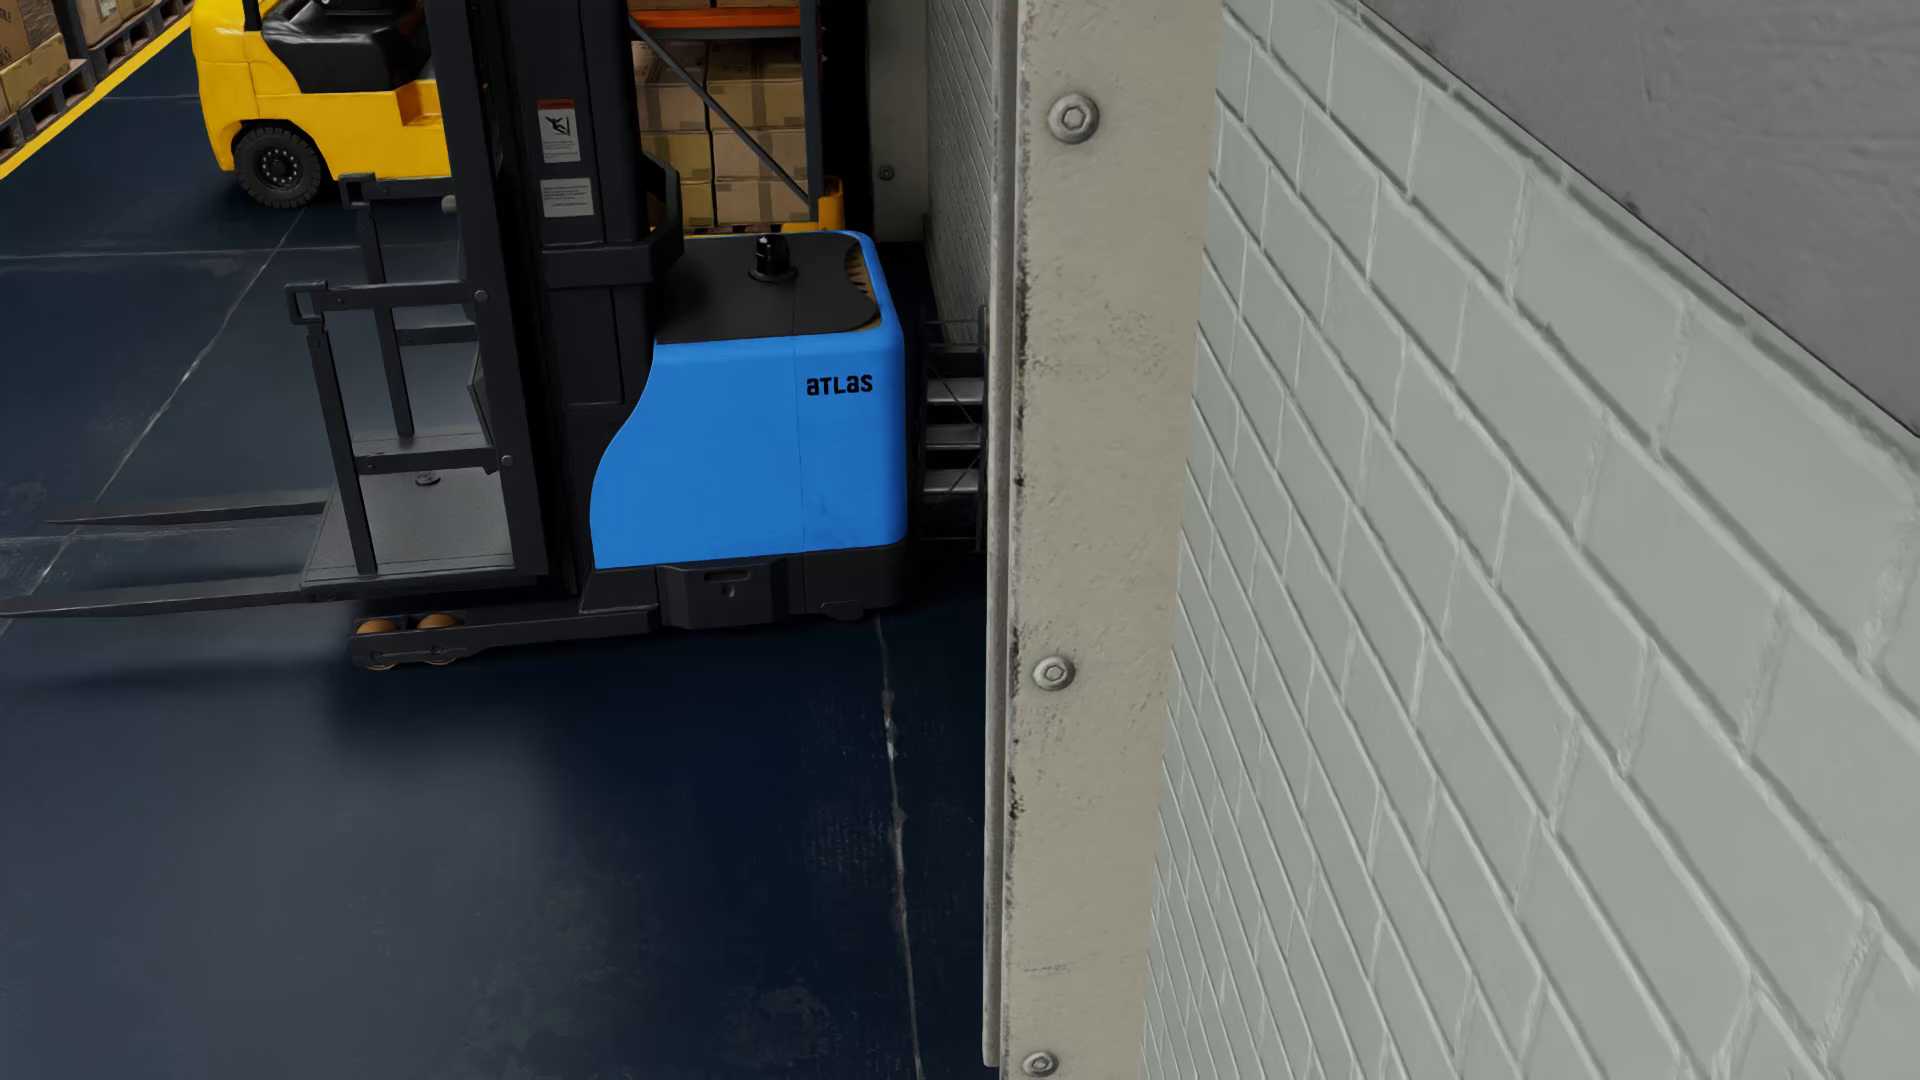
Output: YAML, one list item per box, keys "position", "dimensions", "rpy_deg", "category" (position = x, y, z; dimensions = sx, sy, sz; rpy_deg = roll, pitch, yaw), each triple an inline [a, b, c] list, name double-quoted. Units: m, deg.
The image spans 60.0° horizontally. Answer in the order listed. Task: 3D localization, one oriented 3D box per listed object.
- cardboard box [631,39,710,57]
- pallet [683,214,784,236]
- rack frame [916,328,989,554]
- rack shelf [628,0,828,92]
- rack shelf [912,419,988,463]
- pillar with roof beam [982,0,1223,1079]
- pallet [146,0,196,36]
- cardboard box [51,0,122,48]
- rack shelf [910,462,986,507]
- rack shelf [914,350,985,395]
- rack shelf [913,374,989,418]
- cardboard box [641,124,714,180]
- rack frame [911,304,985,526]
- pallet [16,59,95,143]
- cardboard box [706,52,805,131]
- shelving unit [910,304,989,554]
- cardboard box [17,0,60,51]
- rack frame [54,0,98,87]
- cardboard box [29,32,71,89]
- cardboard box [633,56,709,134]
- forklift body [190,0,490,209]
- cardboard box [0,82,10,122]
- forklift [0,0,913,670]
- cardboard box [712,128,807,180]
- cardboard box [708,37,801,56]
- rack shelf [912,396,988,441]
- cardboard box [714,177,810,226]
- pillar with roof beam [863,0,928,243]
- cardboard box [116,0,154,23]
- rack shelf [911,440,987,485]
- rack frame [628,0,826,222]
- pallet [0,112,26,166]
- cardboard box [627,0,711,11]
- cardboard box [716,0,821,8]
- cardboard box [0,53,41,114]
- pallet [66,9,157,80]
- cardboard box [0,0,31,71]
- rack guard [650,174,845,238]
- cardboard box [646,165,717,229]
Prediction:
- position: [-1.573, -2.504, 8.814]
  dimensions: [0.500, 0.250, 0.500]
  rpy_deg: [-2, 31, -4]
  category: "cardboard box"
- position: [-1.279, -1.786, 9.034]
  dimensions: [1.003, 0.211, 1.213]
  rpy_deg: [-3, 31, -5]
  category: "pallet"
- position: [-0.025, -0.340, 5.931]
  dimensions: [0.240, 0.900, 0.006]
  rpy_deg: [-1, 31, -7]
  category: "rack frame"
- position: [-1.352, -3.307, 9.562]
  dimensions: [1.077, 0.370, 4.000]
  rpy_deg: [-3, 31, -5]
  category: "rack shelf"
- position: [-0.038, -0.363, 6.034]
  dimensions: [0.258, 0.077, 0.200]
  rpy_deg: [-1, 31, -7]
  category: "rack shelf"
- position: [-4.059, -2.299, 1.323]
  dimensions: [9.100, 9.000, 0.400]
  rpy_deg: [-3, 31, -5]
  category: "pillar with roof beam"
- position: [-6.672, -4.221, 13.112]
  dimensions: [1.003, 0.211, 1.213]
  rpy_deg: [-3, 31, -5]
  category: "pallet"
- position: [-6.532, -3.717, 11.700]
  dimensions: [0.950, 0.372, 0.625]
  rpy_deg: [-2, 31, -4]
  category: "cardboard box"
- position: [-0.045, -0.209, 6.126]
  dimensions: [0.258, 0.077, 0.200]
  rpy_deg: [-1, 31, -7]
  category: "rack shelf"
- position: [-0.027, -0.595, 5.896]
  dimensions: [0.258, 0.077, 0.200]
  rpy_deg: [-1, 31, -7]
  category: "rack shelf"
- position: [-0.031, -0.518, 5.942]
  dimensions: [0.258, 0.077, 0.200]
  rpy_deg: [-1, 31, -7]
  category: "rack shelf"
- position: [-1.522, -2.042, 8.528]
  dimensions: [0.500, 0.250, 0.500]
  rpy_deg: [-3, 31, -5]
  category: "cardboard box"
- position: [-0.048, -0.444, 6.104]
  dimensions: [0.240, 0.900, 0.006]
  rpy_deg: [-1, 31, -7]
  category: "rack frame"
- position: [-6.383, -2.859, 10.830]
  dimensions: [1.003, 0.211, 1.213]
  rpy_deg: [-3, 31, -5]
  category: "pallet"
- position: [-1.022, -2.278, 8.435]
  dimensions: [0.500, 0.250, 0.500]
  rpy_deg: [-3, 31, -5]
  category: "cardboard box"
- position: [-0.036, -0.392, 6.017]
  dimensions: [0.258, 0.900, 0.210]
  rpy_deg: [-1, 31, -7]
  category: "shelving unit"
- position: [-6.158, -3.429, 10.607]
  dimensions: [0.500, 0.500, 0.500]
  rpy_deg: [-3, 31, -5]
  category: "cardboard box"
- position: [-6.481, -4.397, 10.686]
  dimensions: [1.000, 3.000, 0.127]
  rpy_deg: [-3, 31, -5]
  category: "rack frame"
- position: [-6.158, -3.108, 10.800]
  dimensions: [0.500, 0.250, 0.500]
  rpy_deg: [-1, 31, -2]
  category: "cardboard box"
- position: [-1.519, -2.244, 8.378]
  dimensions: [0.500, 0.250, 0.500]
  rpy_deg: [-2, 31, -3]
  category: "cardboard box"
- position: [-3.159, -3.111, 9.360]
  dimensions: [2.313, 2.155, 1.214]
  rpy_deg: [-3, 31, -5]
  category: "forklift body"
- position: [-6.055, -2.576, 9.910]
  dimensions: [0.500, 0.250, 0.500]
  rpy_deg: [-2, 31, -4]
  category: "cardboard box"
- position: [-1.729, -1.117, 5.262]
  dimensions: [3.031, 2.935, 1.130]
  rpy_deg: [-5, 31, -8]
  category: "forklift"
- position: [-1.003, -2.059, 8.556]
  dimensions: [0.500, 0.250, 0.500]
  rpy_deg: [-2, 31, -4]
  category: "cardboard box"
- position: [-1.072, -2.533, 8.862]
  dimensions: [0.500, 0.250, 0.500]
  rpy_deg: [-3, 31, -5]
  category: "cardboard box"
- position: [-0.034, -0.440, 5.988]
  dimensions: [0.258, 0.077, 0.200]
  rpy_deg: [-1, 31, -7]
  category: "rack shelf"
- position: [-1.017, -1.854, 8.701]
  dimensions: [0.500, 0.250, 0.500]
  rpy_deg: [-3, 31, -4]
  category: "cardboard box"
- position: [-4.619, -5.362, 6.452]
  dimensions: [9.100, 9.000, 0.400]
  rpy_deg: [-3, 31, -5]
  category: "pillar with roof beam"
- position: [-6.603, -4.084, 12.314]
  dimensions: [0.950, 0.372, 0.625]
  rpy_deg: [-1, 31, -1]
  category: "cardboard box"
- position: [-0.041, -0.286, 6.080]
  dimensions: [0.258, 0.077, 0.200]
  rpy_deg: [-1, 31, -7]
  category: "rack shelf"
- position: [-1.165, -2.594, 7.668]
  dimensions: [1.000, 3.000, 0.127]
  rpy_deg: [-3, 31, -5]
  category: "rack frame"
- position: [-6.266, -2.234, 9.785]
  dimensions: [1.003, 0.211, 1.213]
  rpy_deg: [-3, 31, -5]
  category: "pallet"
- position: [-1.473, -2.876, 8.042]
  dimensions: [0.500, 0.500, 0.500]
  rpy_deg: [-3, 31, -6]
  category: "cardboard box"
- position: [-0.935, -2.904, 8.088]
  dimensions: [0.500, 0.500, 0.500]
  rpy_deg: [-2, 31, -3]
  category: "cardboard box"
- position: [-6.098, -2.836, 10.345]
  dimensions: [0.500, 0.250, 0.500]
  rpy_deg: [-4, 31, -6]
  category: "cardboard box"
- position: [-6.555, -3.597, 12.066]
  dimensions: [1.003, 0.211, 1.213]
  rpy_deg: [-3, 31, -5]
  category: "pallet"
- position: [-6.109, -3.170, 10.172]
  dimensions: [0.500, 0.500, 0.500]
  rpy_deg: [-2, 31, -4]
  category: "cardboard box"
- position: [-1.163, -1.509, 8.289]
  dimensions: [1.175, 0.500, 0.348]
  rpy_deg: [-3, 31, -5]
  category: "rack guard"
- position: [-1.524, -1.819, 8.642]
  dimensions: [0.500, 0.250, 0.500]
  rpy_deg: [-3, 31, -4]
  category: "cardboard box"
